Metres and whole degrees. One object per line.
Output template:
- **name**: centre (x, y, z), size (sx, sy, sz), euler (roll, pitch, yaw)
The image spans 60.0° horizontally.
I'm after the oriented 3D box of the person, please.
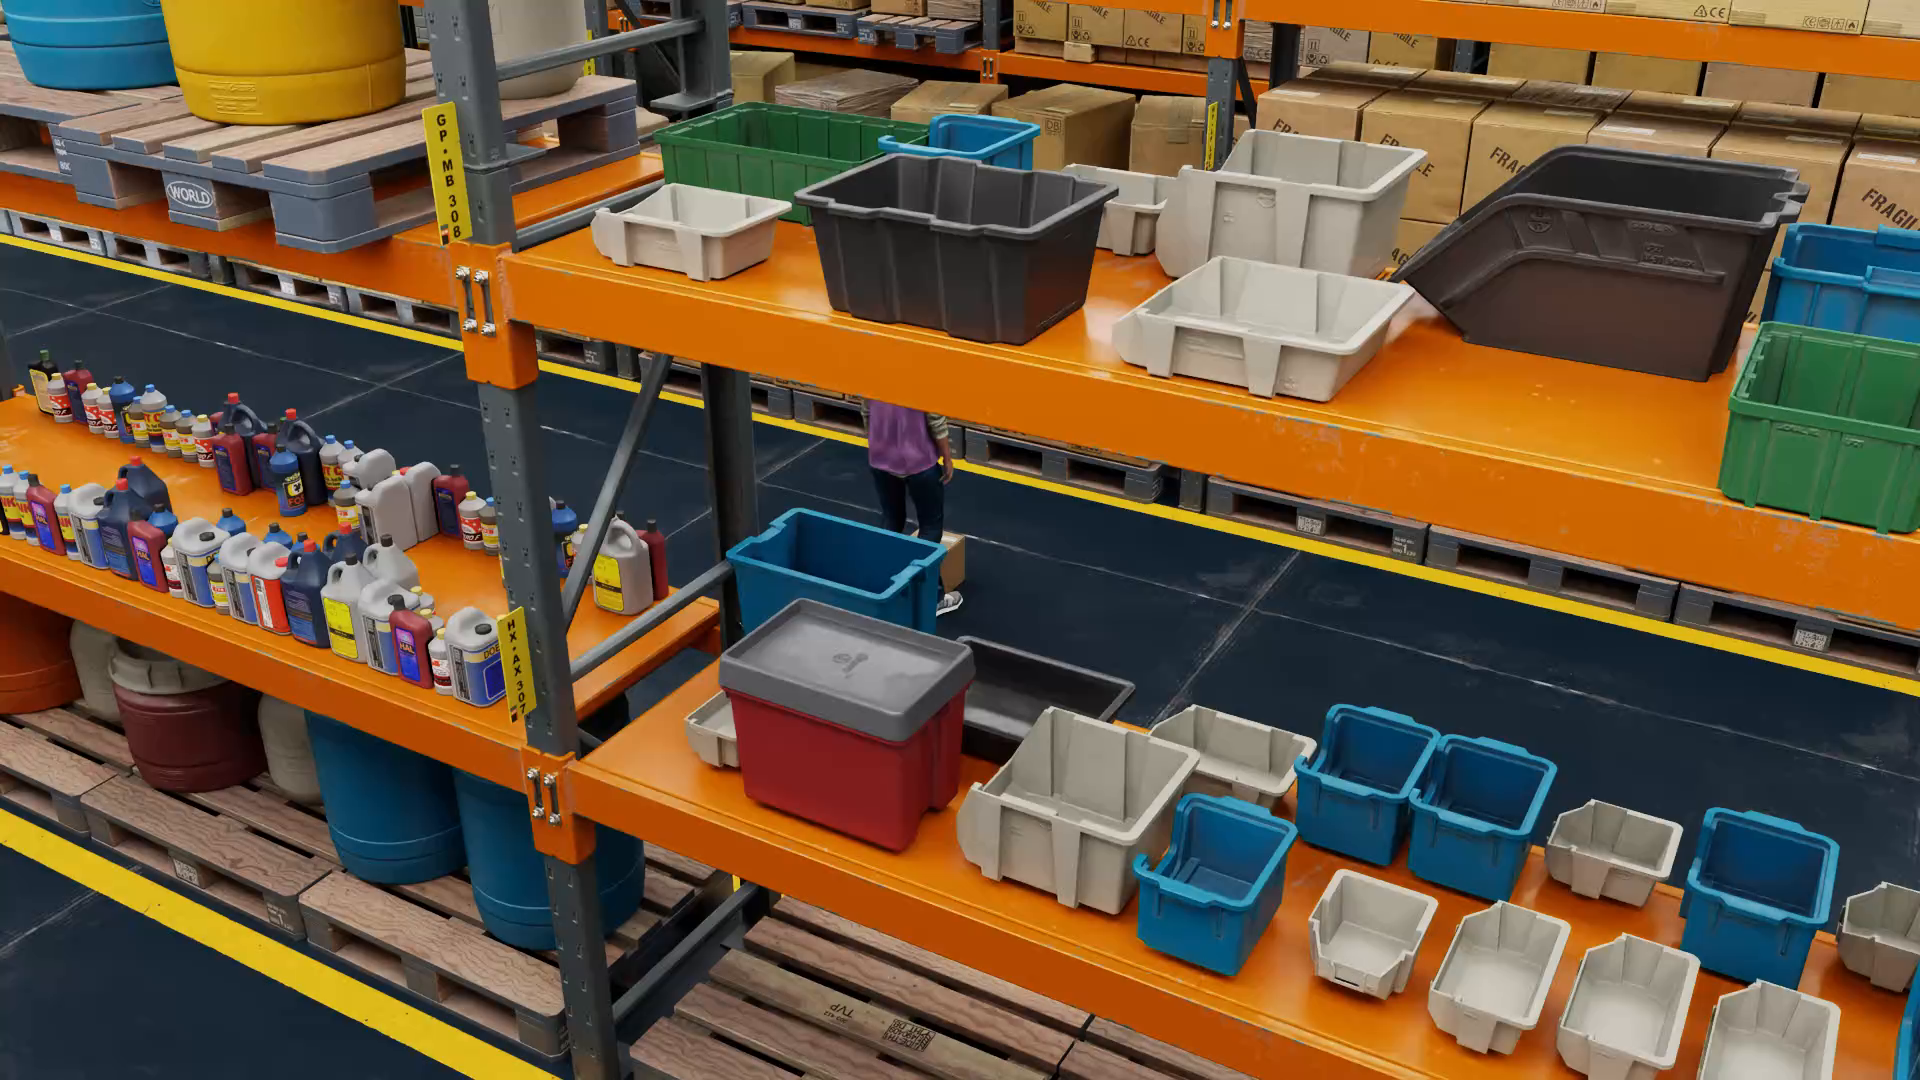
- **person**: centre (-0.250, -0.387, 7.891), size (0.462, 1.594, 0.344), euler (14, 30, 26)
